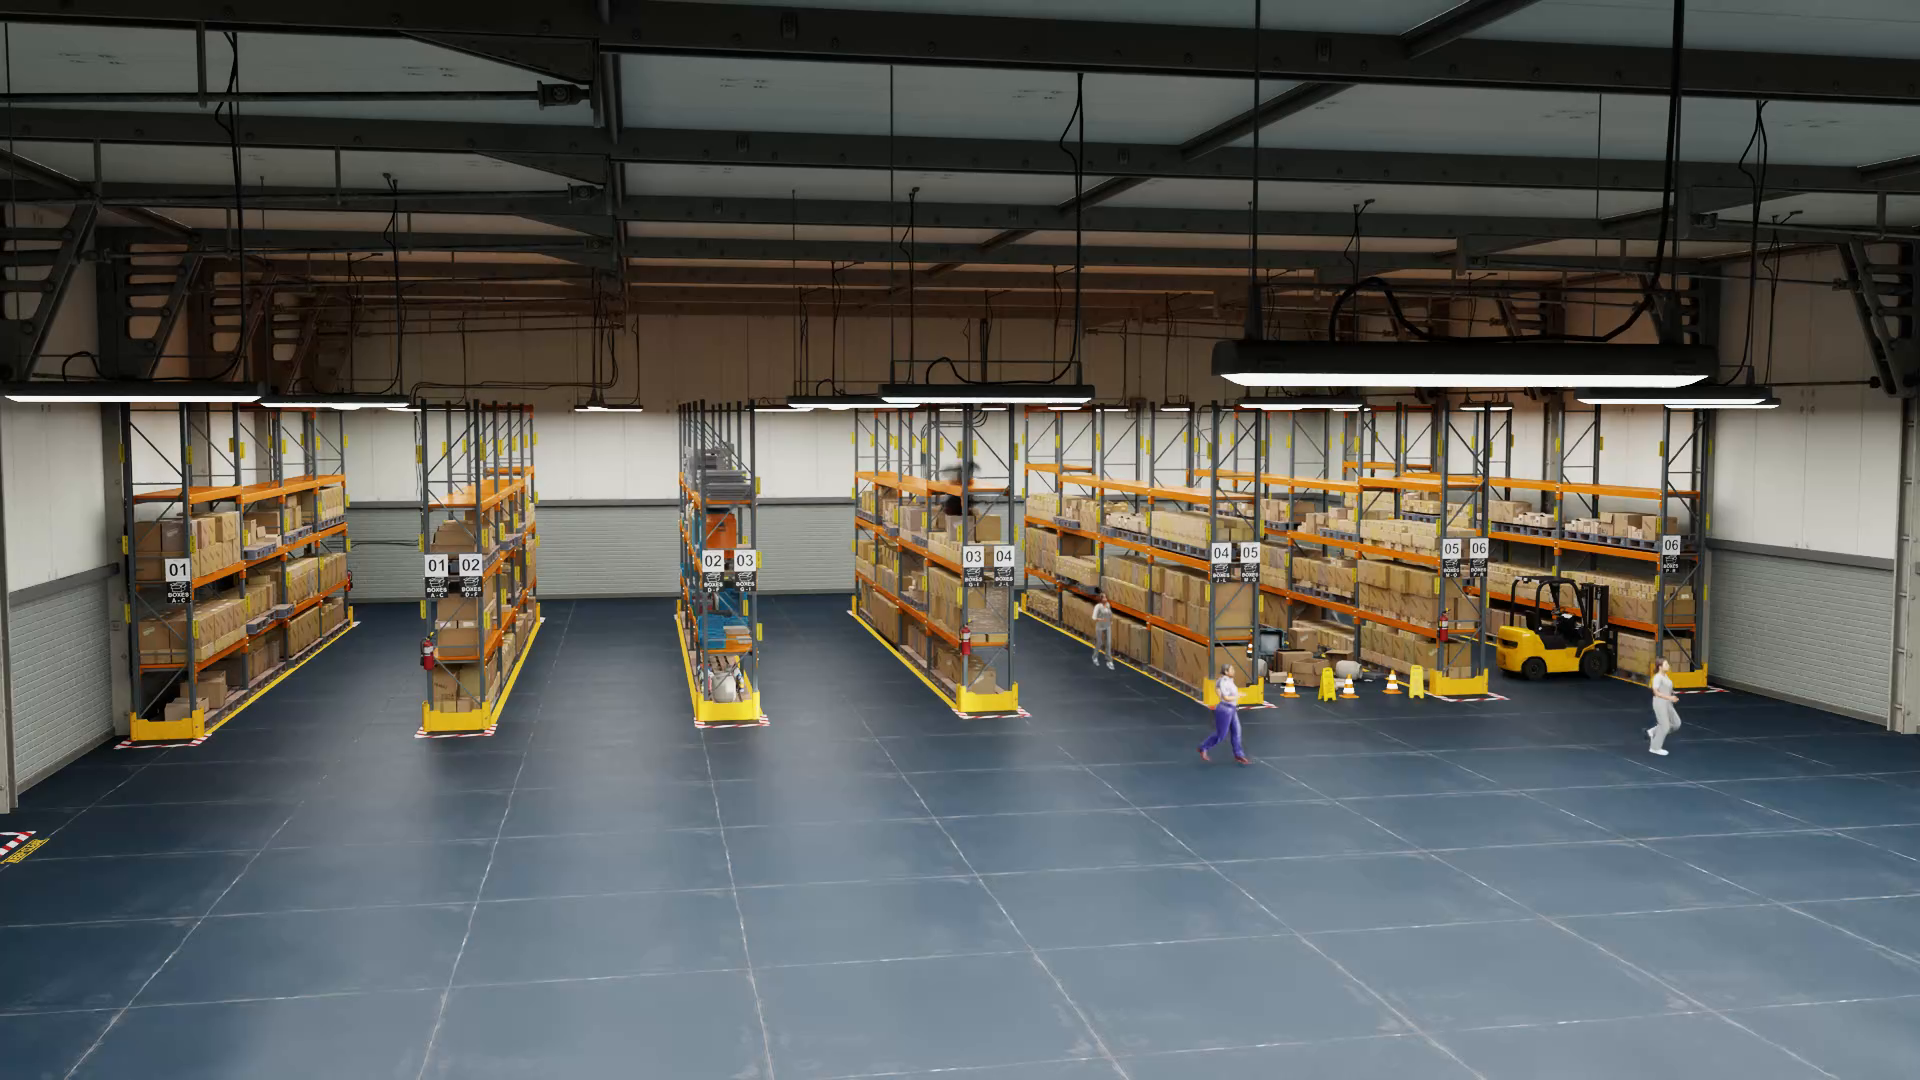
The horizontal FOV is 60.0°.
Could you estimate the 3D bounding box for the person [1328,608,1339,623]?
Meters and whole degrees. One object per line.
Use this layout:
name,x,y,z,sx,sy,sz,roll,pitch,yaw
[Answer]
person,9.887,1.543,44.053,0.598,1.706,0.879,-1,5,-17

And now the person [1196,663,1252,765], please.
person,4.321,2.832,27.157,0.903,1.654,0.632,1,5,17

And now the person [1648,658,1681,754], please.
person,11.857,2.809,28.010,0.559,1.610,0.560,4,6,43

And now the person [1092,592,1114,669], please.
person,3.076,1.929,35.732,0.538,1.610,0.811,-2,5,-23
